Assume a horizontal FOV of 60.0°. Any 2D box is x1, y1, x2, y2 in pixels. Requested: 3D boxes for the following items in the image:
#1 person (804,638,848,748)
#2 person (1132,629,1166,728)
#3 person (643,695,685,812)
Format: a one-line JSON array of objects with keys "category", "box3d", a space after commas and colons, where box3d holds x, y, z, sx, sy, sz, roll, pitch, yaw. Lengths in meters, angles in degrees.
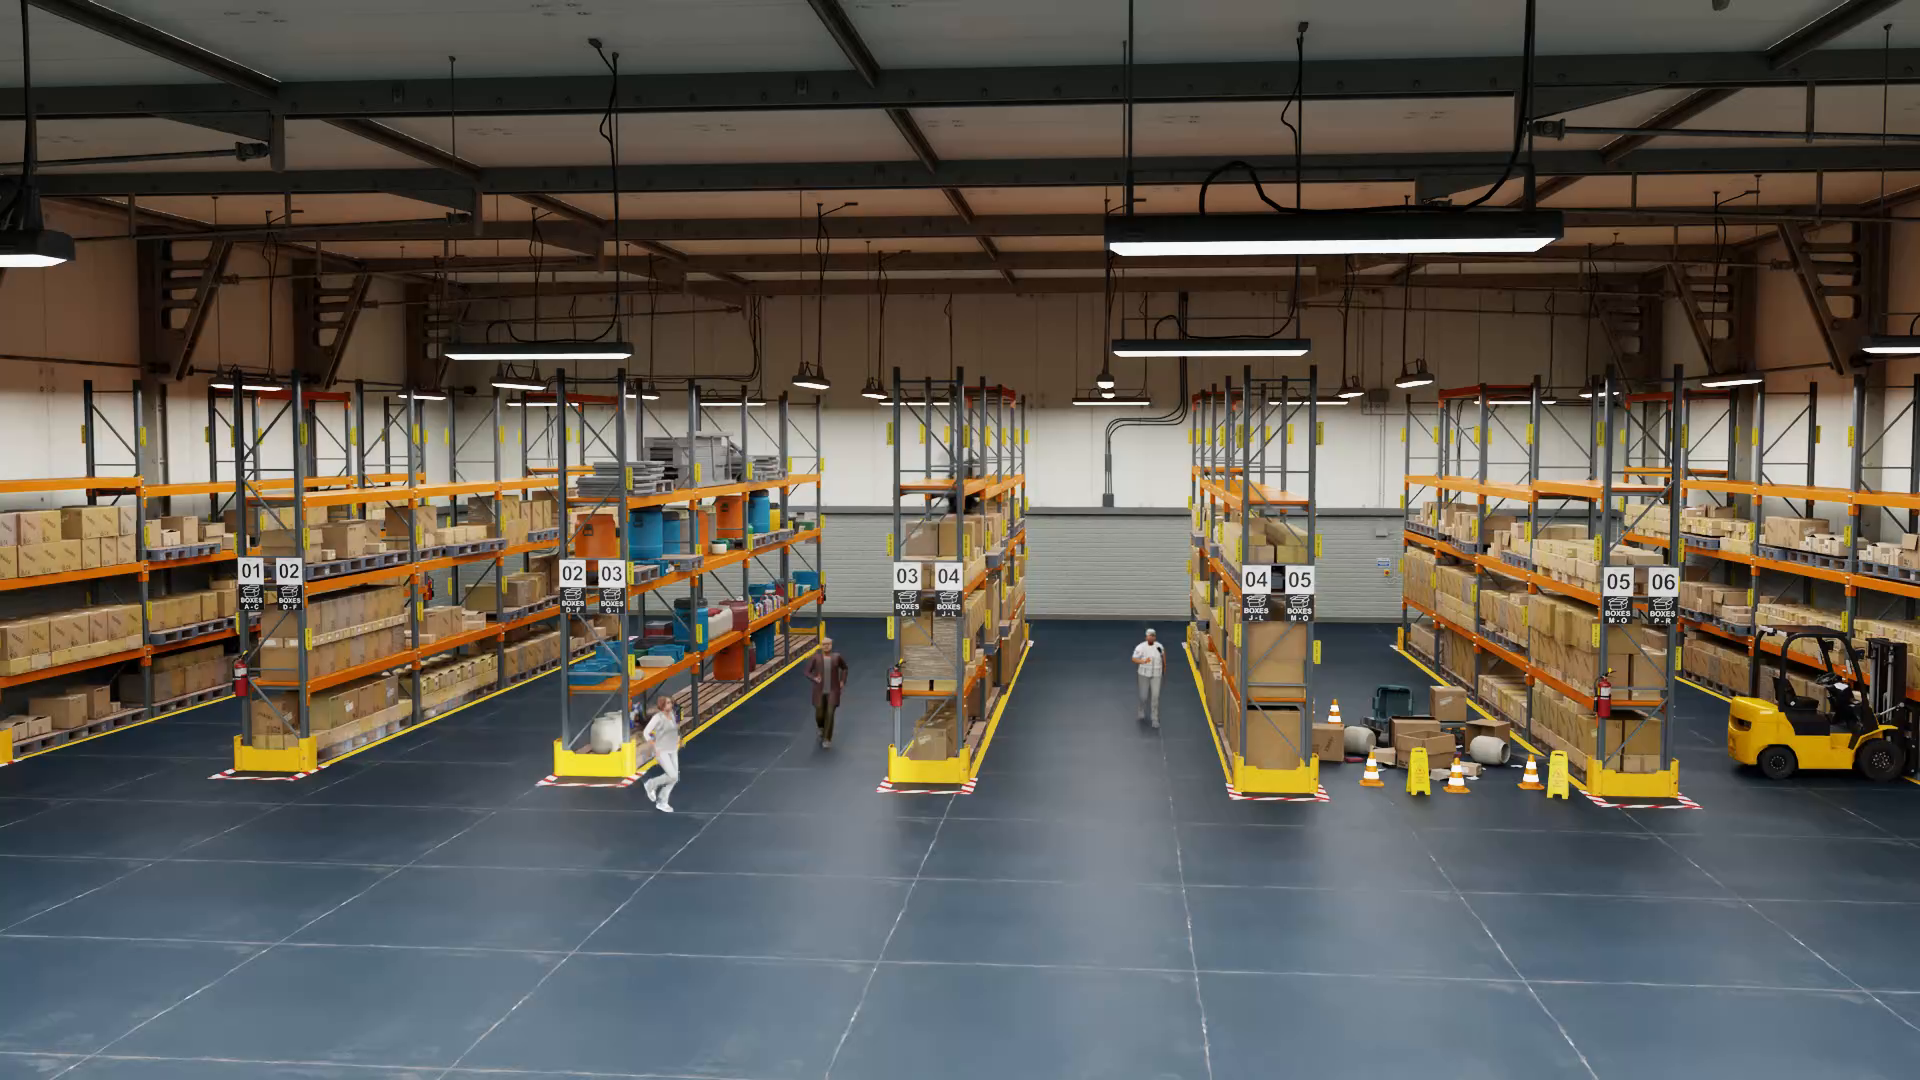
[{"category": "person", "box3d": [-2.166, 2.448, 26.931, 0.718, 1.746, 0.833, 0, 4, -5]}, {"category": "person", "box3d": [3.290, 2.359, 28.846, 0.637, 1.656, 0.907, 0, 4, -5]}, {"category": "person", "box3d": [-3.942, 2.855, 22.233, 0.540, 1.566, 0.541, 2, 4, 30]}]
